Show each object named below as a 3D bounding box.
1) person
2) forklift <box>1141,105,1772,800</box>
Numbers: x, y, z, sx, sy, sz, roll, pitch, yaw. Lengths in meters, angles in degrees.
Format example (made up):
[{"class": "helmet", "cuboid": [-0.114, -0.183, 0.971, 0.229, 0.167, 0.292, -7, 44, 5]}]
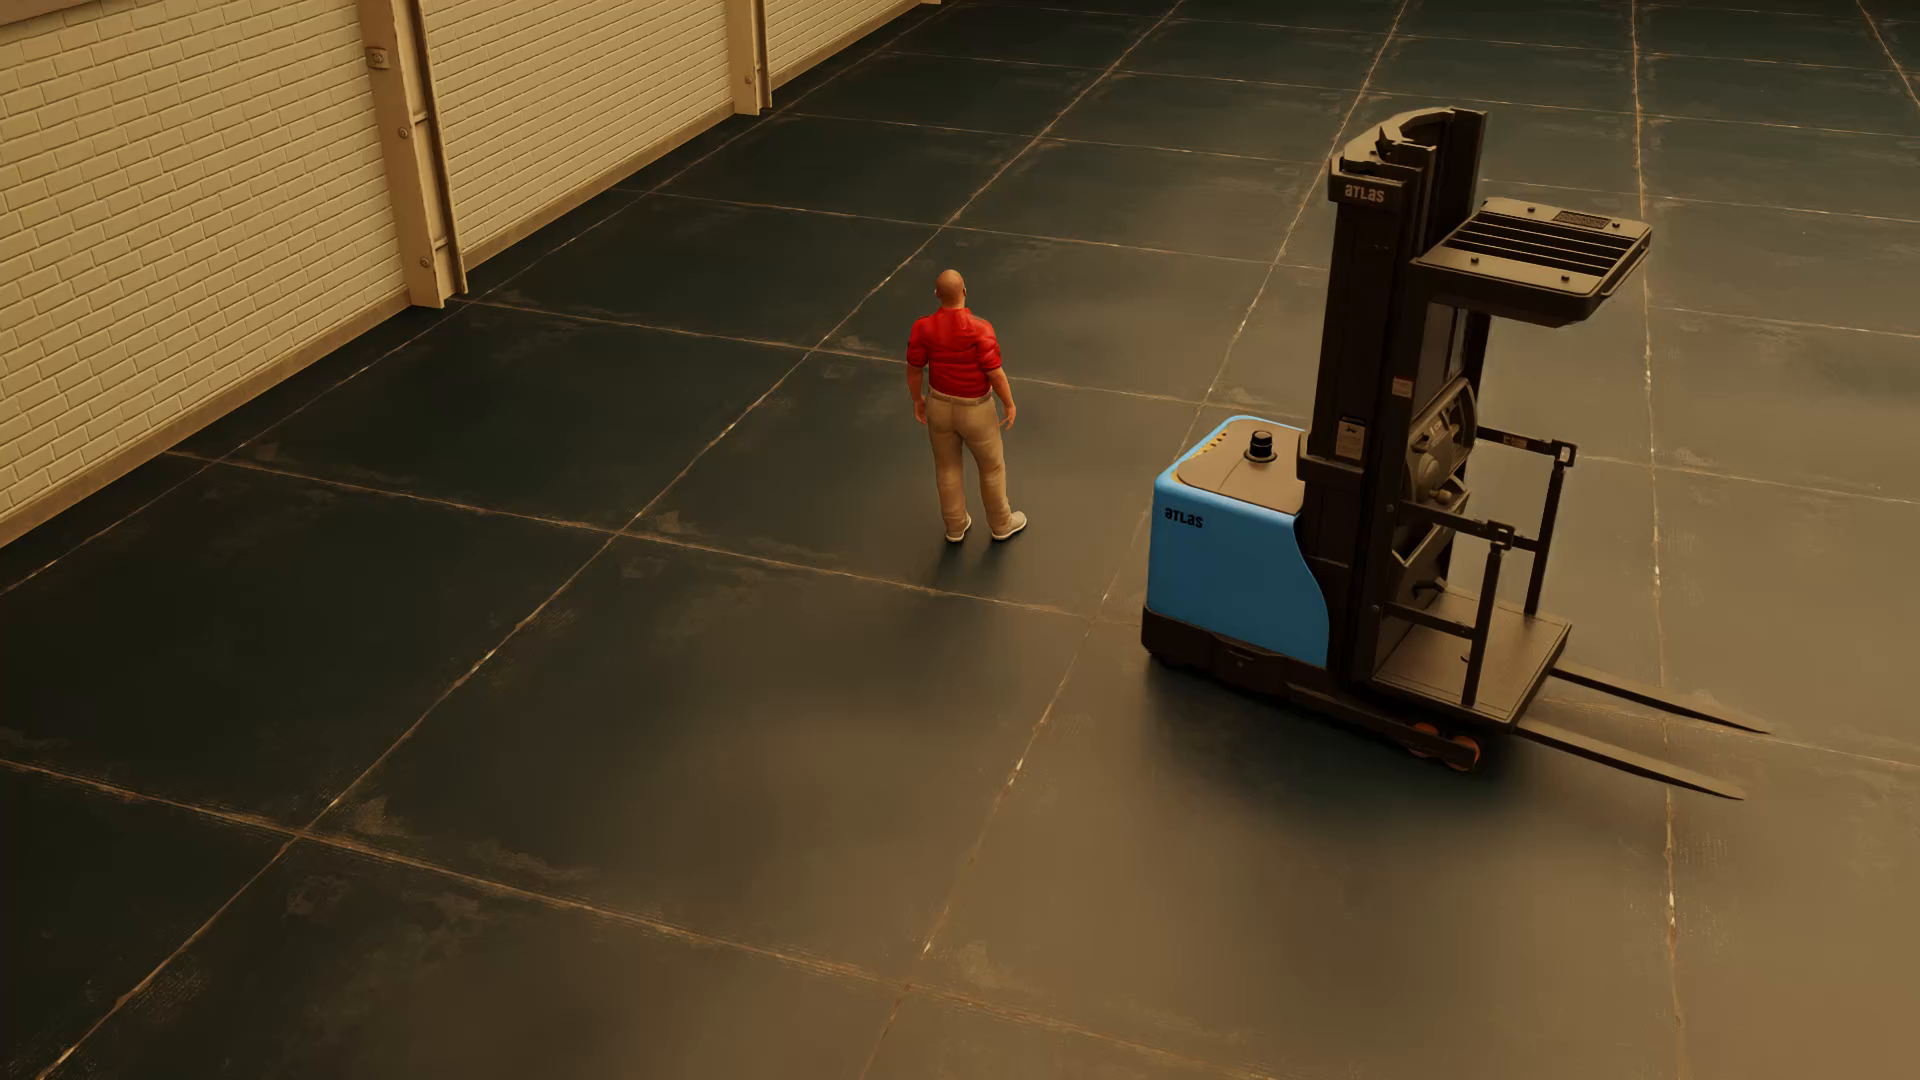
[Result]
[{"class": "person", "cuboid": [0.041, -0.797, 9.735, 0.640, 1.727, 0.551, 10, 31, 16]}, {"class": "forklift", "cuboid": [2.490, -0.448, 7.923, 3.031, 2.935, 1.130, 18, 34, 29]}]
